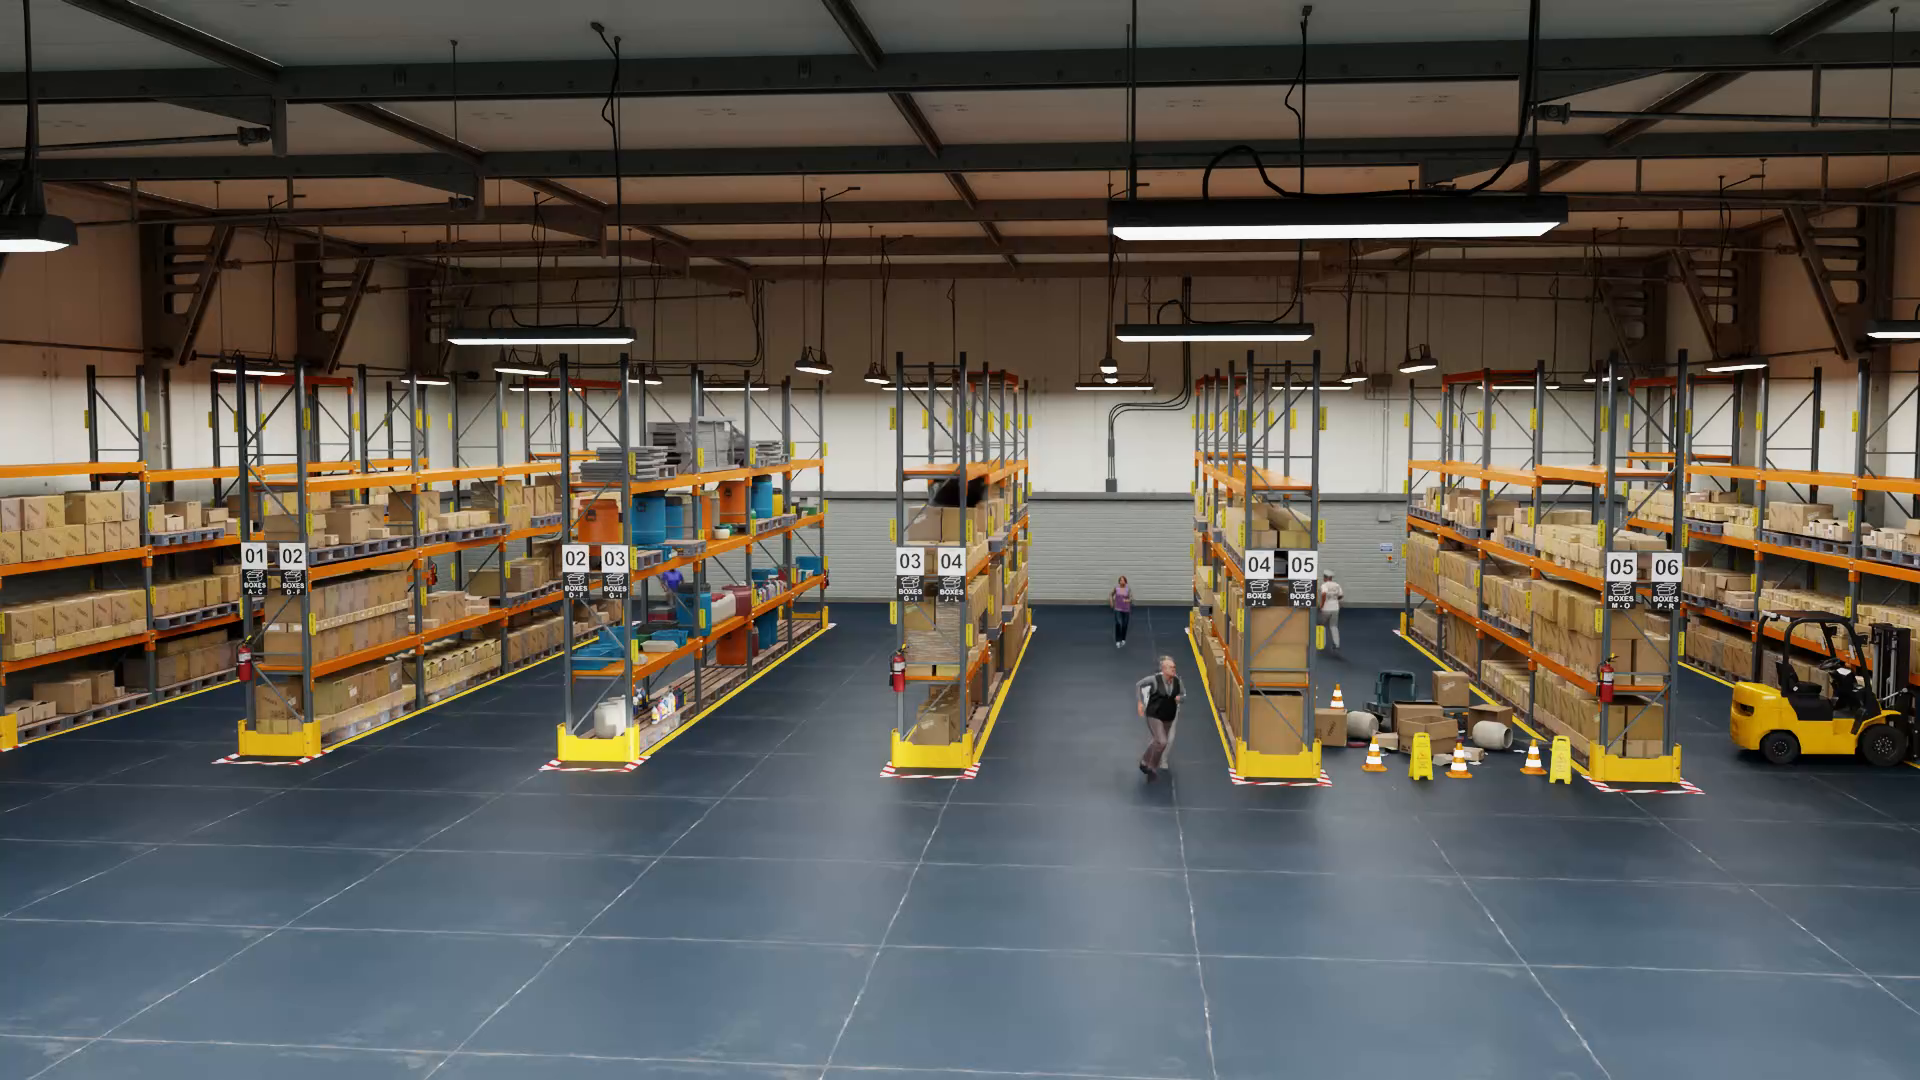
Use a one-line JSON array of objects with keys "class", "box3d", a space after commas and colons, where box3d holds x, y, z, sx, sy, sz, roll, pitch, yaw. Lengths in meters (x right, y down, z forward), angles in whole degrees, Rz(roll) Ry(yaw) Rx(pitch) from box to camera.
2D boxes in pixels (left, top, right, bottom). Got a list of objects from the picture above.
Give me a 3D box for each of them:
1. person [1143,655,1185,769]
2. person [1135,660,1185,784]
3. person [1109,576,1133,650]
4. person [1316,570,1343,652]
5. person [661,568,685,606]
[{"class": "person", "box3d": [2.954, 2.481, 24.038, 0.601, 1.655, 0.510, -1, 4, -9]}, {"class": "person", "box3d": [2.800, 2.534, 23.232, 0.636, 1.758, 0.810, -2, 5, -26]}, {"class": "person", "box3d": [3.566, 1.604, 36.706, 0.505, 1.608, 0.688, 0, 4, 0]}, {"class": "person", "box3d": [8.016, 1.573, 35.983, 0.631, 1.842, 0.830, -1, 4, -13]}, {"class": "person", "box3d": [-6.939, 1.326, 40.403, 0.596, 1.622, 0.552, -2, 4, -22]}]
